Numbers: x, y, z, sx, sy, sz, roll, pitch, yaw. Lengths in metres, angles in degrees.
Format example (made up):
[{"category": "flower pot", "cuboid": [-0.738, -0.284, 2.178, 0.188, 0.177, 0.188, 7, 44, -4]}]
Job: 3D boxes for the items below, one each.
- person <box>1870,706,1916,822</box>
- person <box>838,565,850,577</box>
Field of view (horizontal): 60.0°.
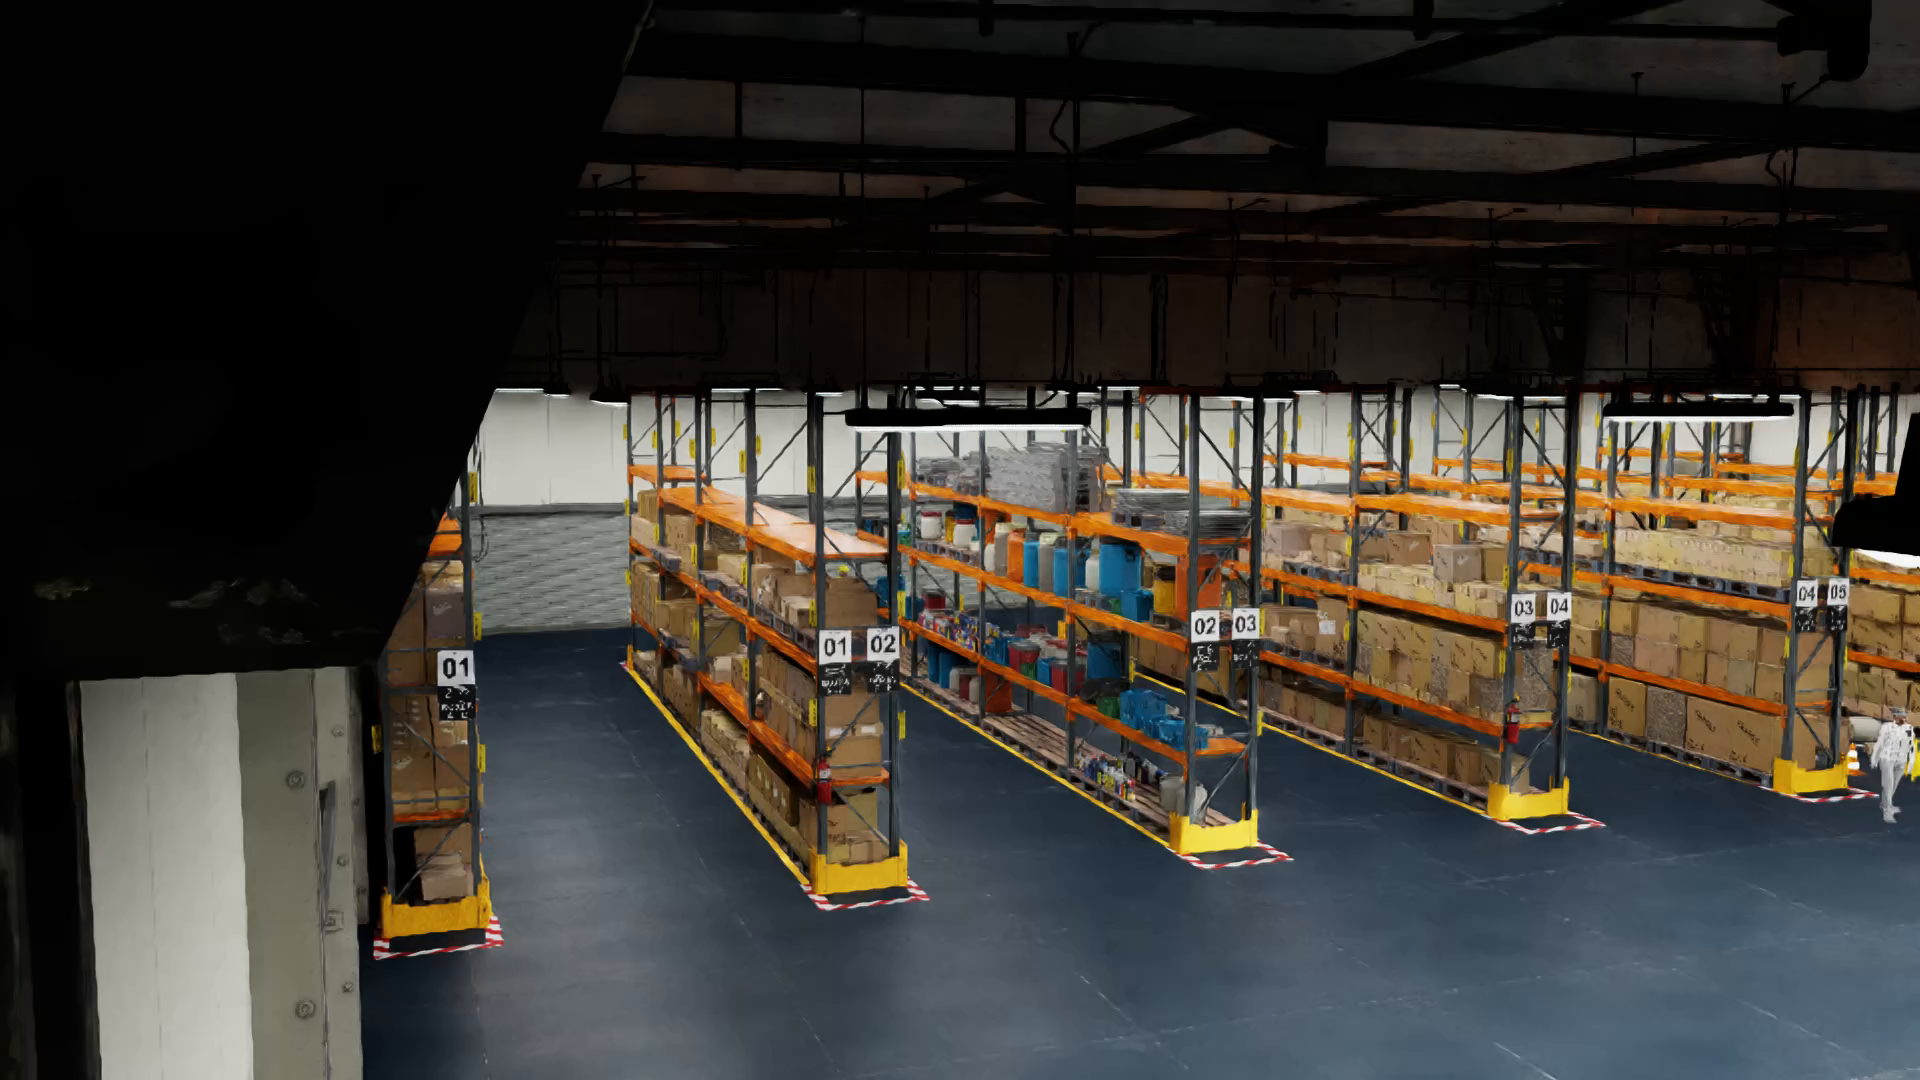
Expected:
[{"category": "person", "cuboid": [13.154, 3.106, 23.386, 0.525, 1.622, 0.929, 1, 6, 5]}, {"category": "person", "cuboid": [-2.825, 1.463, 38.719, 0.474, 1.762, 0.723, 3, 7, 27]}]
